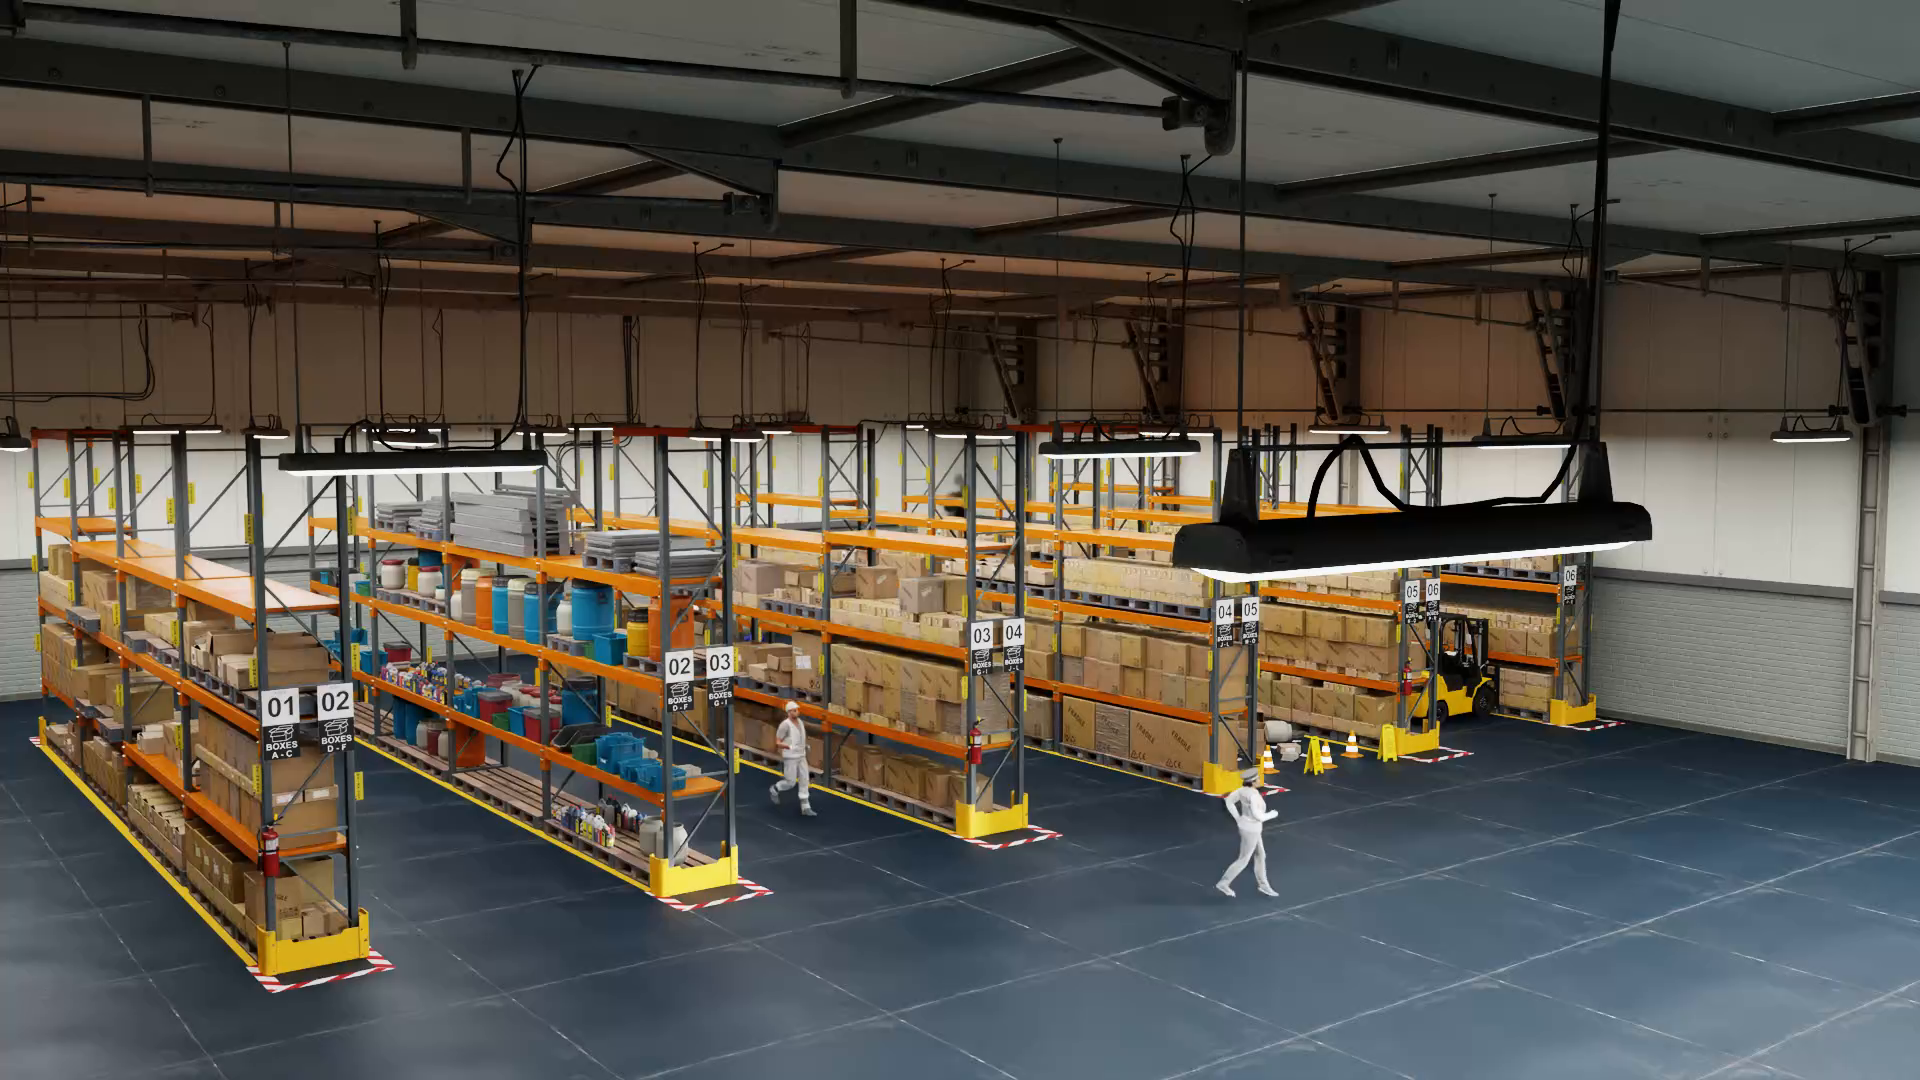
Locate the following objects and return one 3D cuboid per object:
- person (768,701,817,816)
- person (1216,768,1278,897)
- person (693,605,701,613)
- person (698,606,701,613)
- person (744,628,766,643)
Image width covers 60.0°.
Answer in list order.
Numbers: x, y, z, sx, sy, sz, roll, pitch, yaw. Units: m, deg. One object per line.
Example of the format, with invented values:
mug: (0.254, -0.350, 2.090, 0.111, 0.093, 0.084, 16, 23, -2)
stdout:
person: (-2.590, 3.395, 25.930, 0.971, 1.768, 0.658, 3, 6, 37)
person: (3.719, 3.787, 21.422, 0.856, 1.727, 0.604, 0, 4, -5)
person: (-6.436, 2.391, 39.590, 0.750, 1.681, 0.500, 0, 4, -3)
person: (-6.411, 2.391, 40.119, 0.591, 1.588, 0.789, 2, 5, 21)
person: (-4.521, 2.681, 36.923, 0.581, 1.534, 0.492, -2, 5, -27)
